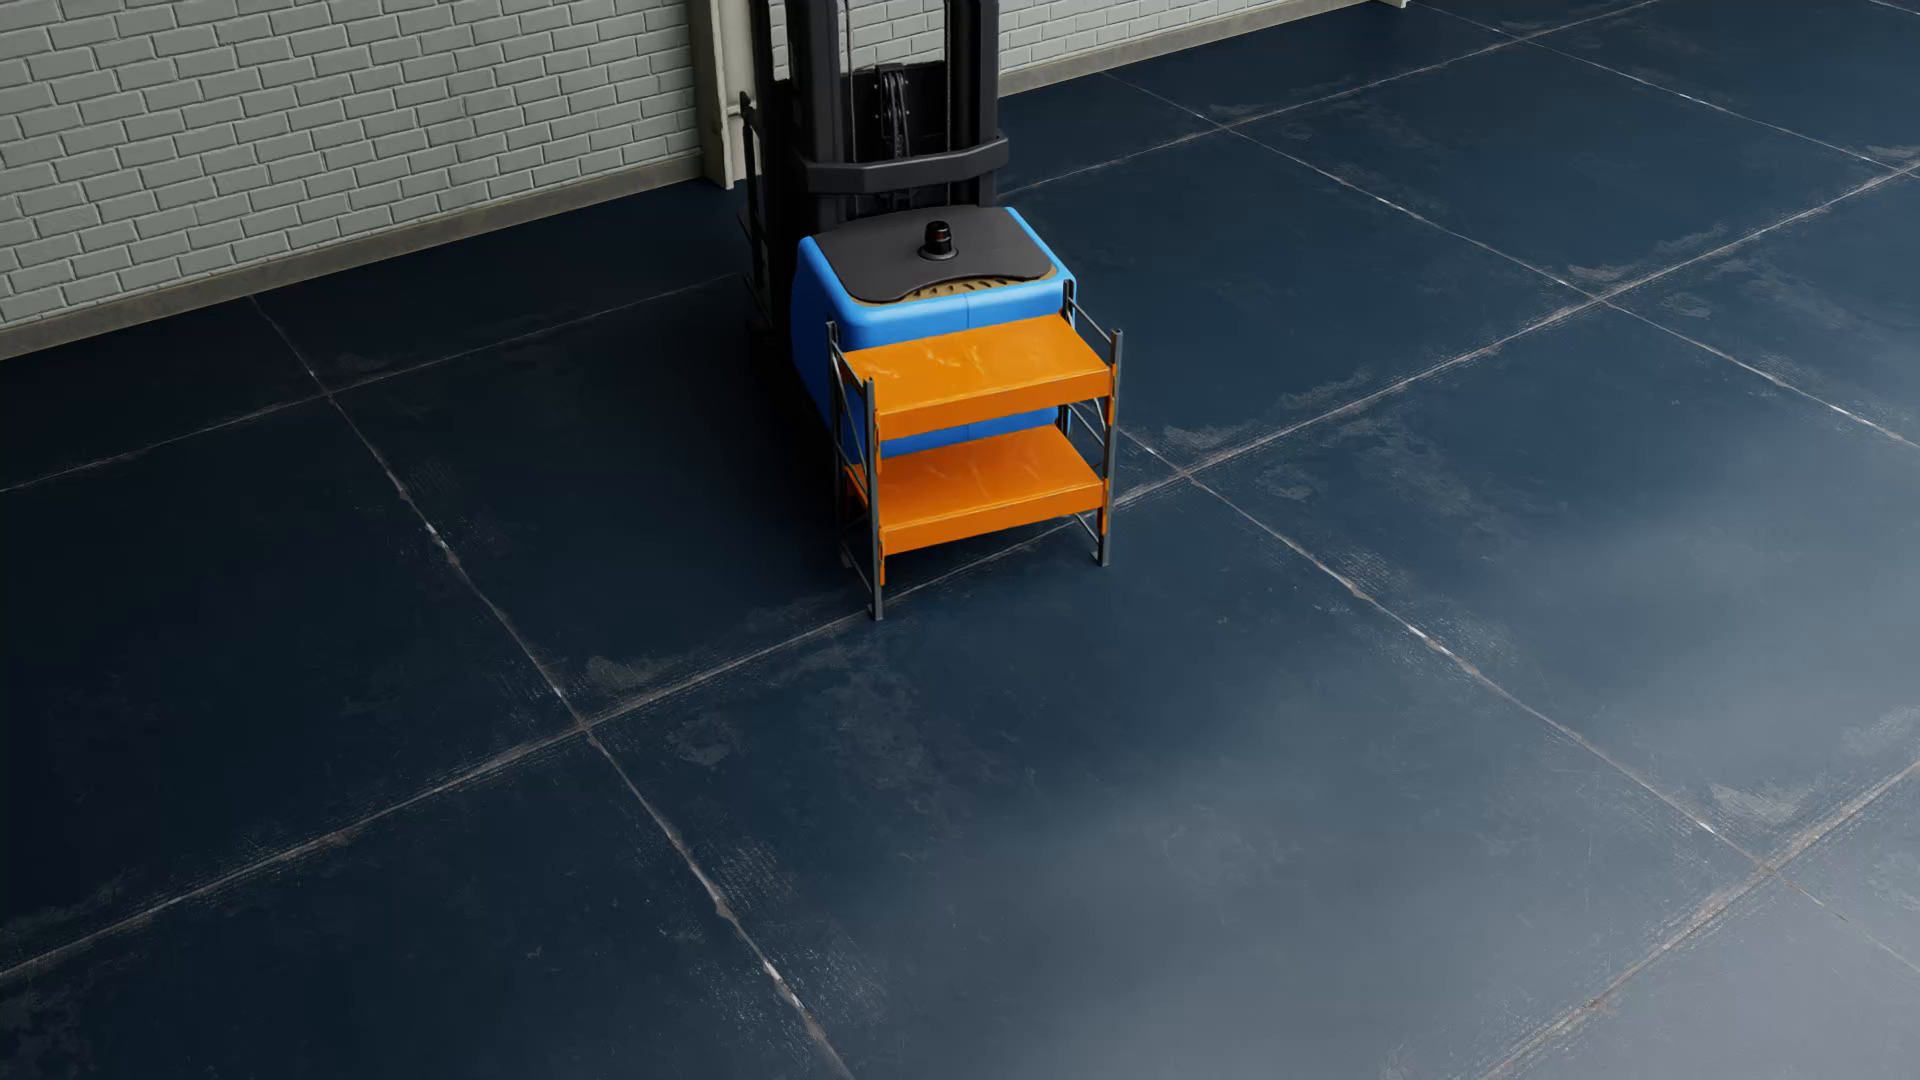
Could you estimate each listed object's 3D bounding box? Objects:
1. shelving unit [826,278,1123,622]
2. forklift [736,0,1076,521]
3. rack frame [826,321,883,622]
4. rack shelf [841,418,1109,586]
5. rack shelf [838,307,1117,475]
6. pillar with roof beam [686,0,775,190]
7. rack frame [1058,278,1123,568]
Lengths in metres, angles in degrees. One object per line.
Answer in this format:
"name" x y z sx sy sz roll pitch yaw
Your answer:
"shelving unit" 0.054 -0.370 6.801 1.048 1.125 0.538 -13 38 -17
"forklift" -0.459 -2.129 7.701 1.130 2.935 3.031 -11 37 -15
"rack frame" -0.420 -0.263 6.652 0.032 1.125 0.500 -13 38 -17
"rack shelf" 0.054 -0.172 6.944 1.000 0.278 0.538 -13 38 -17
"rack shelf" 0.054 -0.608 6.630 1.000 0.278 0.538 -13 38 -17
"pillar with roof beam" 1.111 -3.898 4.963 0.400 9.000 9.100 -22 41 -28
"rack frame" 0.528 -0.477 6.950 0.032 1.125 0.500 -13 38 -17
